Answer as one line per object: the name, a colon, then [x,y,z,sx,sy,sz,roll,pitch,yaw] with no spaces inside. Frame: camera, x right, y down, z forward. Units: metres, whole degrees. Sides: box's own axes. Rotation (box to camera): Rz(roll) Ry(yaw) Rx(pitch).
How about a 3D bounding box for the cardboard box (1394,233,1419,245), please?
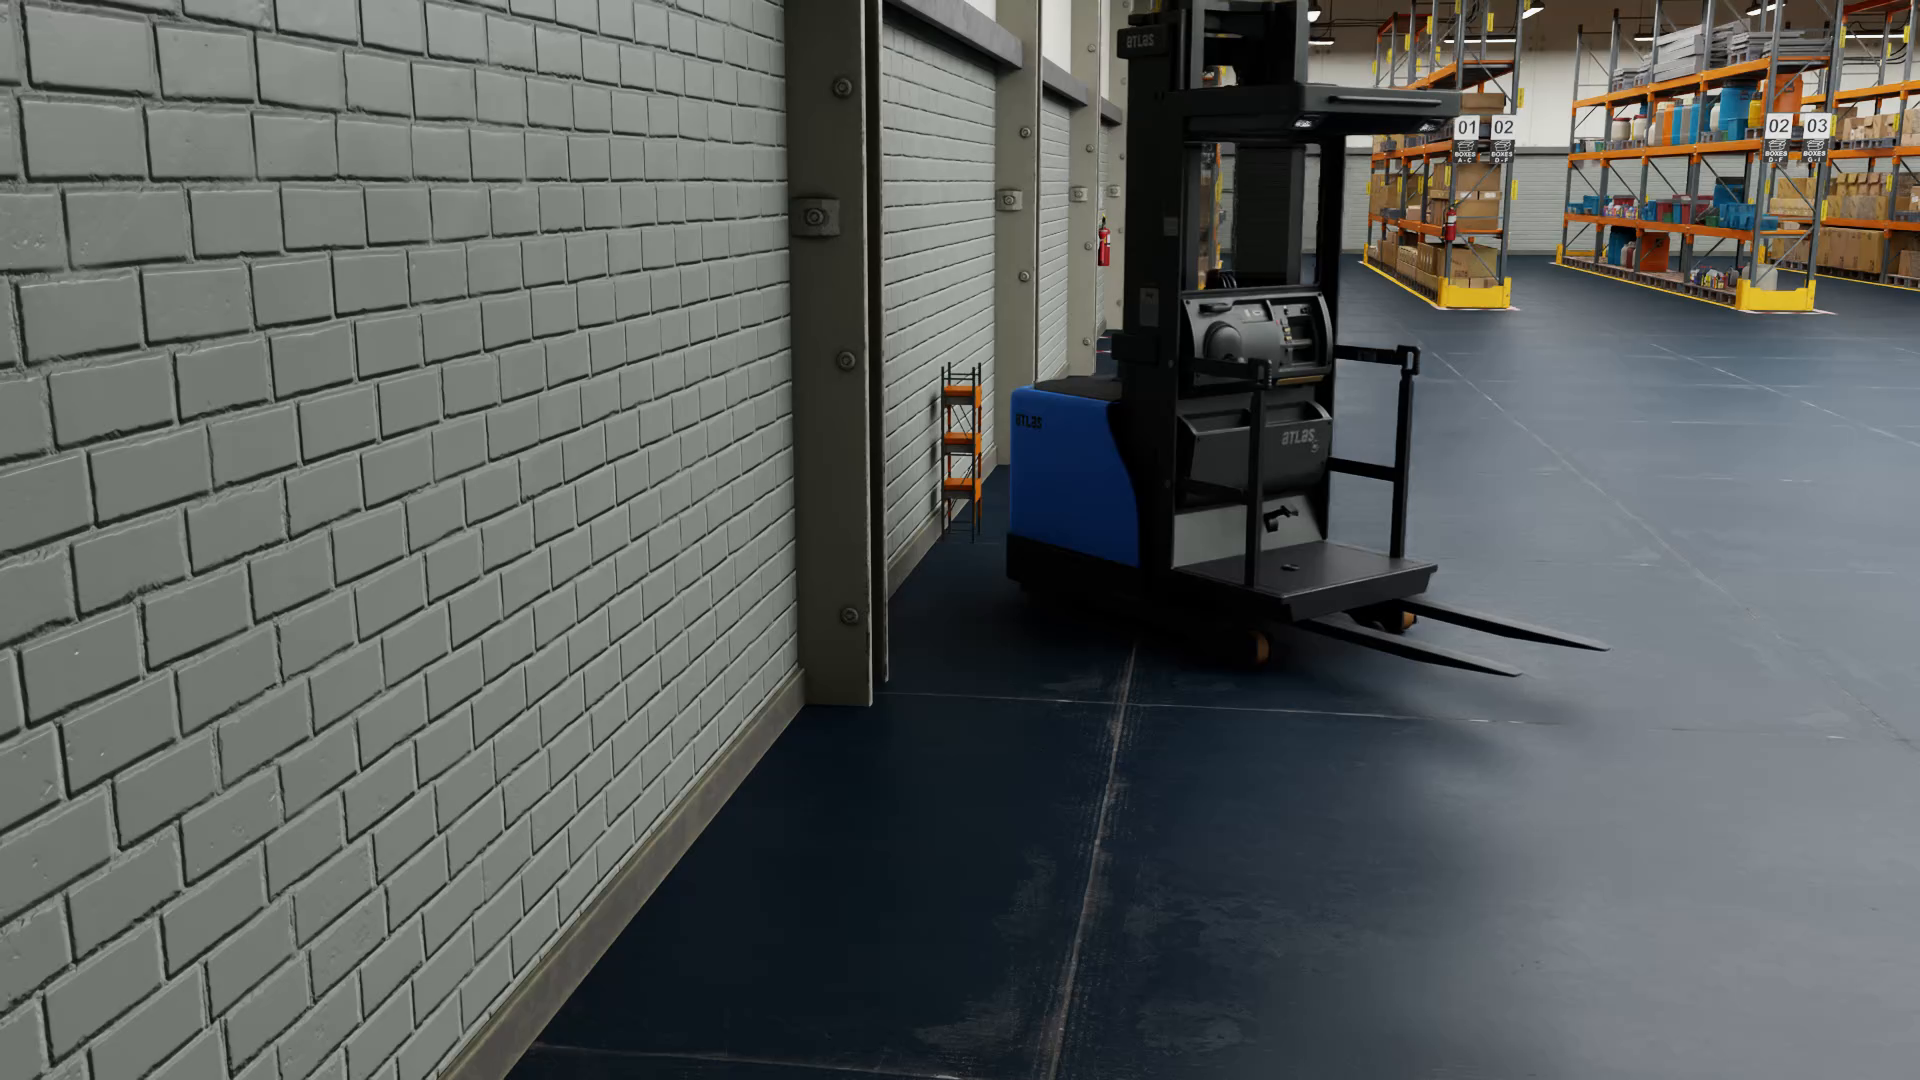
cardboard box: [9.988,-6.731,37.216,0.500,0.250,0.500,2,12,11]

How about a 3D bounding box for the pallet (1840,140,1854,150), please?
pallet: [20.383,-8.848,37.266,0.805,0.209,1.217,1,12,6]

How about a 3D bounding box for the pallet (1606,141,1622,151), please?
pallet: [15.557,-9.036,38.131,1.213,0.211,1.003,2,12,9]

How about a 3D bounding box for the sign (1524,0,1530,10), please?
sign: [9.389,-8.939,27.520,0.100,0.325,0.005,2,12,9]

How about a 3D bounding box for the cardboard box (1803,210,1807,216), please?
cardboard box: [20.317,-7.780,39.570,0.380,0.149,0.250,2,12,10]

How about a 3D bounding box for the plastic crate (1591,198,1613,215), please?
plastic crate: [15.316,-7.958,39.697,0.392,0.384,0.575,2,12,9]

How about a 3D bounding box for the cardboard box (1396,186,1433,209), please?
cardboard box: [10.057,-7.546,36.654,0.700,0.500,0.500,-2,12,-10]

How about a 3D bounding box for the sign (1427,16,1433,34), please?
sign: [8.919,-9.768,31.551,0.100,0.325,0.005,2,12,9]

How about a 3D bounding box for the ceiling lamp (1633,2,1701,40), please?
ceiling lamp: [19.098,-14.925,44.030,2.000,3.185,0.800,2,12,9]

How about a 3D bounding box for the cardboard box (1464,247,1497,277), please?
cardboard box: [9.219,-4.928,29.491,0.500,0.500,0.500,2,12,9]

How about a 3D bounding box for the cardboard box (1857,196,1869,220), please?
cardboard box: [19.850,-7.207,36.077,0.500,0.500,0.500,1,12,7]

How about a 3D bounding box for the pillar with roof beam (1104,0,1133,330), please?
pillar with roof beam: [6.530,-7.370,22.829,9.100,9.000,0.400,2,12,9]

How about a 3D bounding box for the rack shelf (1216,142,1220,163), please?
rack shelf: [4.254,-7.183,30.789,1.077,0.370,4.000,2,12,9]

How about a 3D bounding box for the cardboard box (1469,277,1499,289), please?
cardboard box: [9.144,-4.457,29.086,0.500,0.250,0.500,2,12,9]

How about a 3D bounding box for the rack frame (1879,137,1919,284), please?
rack frame: [19.860,-6.835,34.591,1.000,3.000,0.127,2,12,9]

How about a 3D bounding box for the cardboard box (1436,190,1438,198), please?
cardboard box: [9.068,-6.428,30.924,0.380,0.149,0.250,1,12,7]

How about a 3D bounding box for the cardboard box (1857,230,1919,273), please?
cardboard box: [19.987,-6.145,35.434,1.225,0.875,0.875,1,12,6]

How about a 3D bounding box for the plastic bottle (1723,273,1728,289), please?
plastic bottle: [13.756,-4.663,29.912,0.061,0.283,0.133,2,12,9]

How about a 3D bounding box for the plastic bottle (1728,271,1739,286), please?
plastic bottle: [14.357,-4.863,30.860,0.152,0.276,0.135,2,12,9]

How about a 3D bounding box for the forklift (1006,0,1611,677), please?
forklift: [1.525,-0.984,7.603,1.130,2.935,3.031,-9,15,-36]

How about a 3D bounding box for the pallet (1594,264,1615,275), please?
pallet: [15.421,-6.306,38.754,1.003,0.211,1.213,2,12,9]

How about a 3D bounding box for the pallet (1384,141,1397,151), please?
pallet: [10.361,-9.015,38.030,1.213,0.211,1.003,2,12,9]

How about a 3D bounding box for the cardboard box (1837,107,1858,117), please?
cardboard box: [20.626,-10.000,38.902,0.500,0.250,0.500,1,12,5]

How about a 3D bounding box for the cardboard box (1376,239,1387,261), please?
cardboard box: [10.495,-7.111,40.758,0.500,0.500,0.500,2,12,9]

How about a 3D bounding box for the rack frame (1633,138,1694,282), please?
rack frame: [14.966,-6.996,35.336,1.000,3.000,0.127,2,12,9]

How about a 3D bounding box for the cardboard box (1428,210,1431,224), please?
cardboard box: [9.489,-6.355,32.718,0.500,0.250,0.500,3,12,12]

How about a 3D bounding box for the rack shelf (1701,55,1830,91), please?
rack shelf: [14.043,-8.132,29.026,1.077,0.370,4.000,2,12,9]

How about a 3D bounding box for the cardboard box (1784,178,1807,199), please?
cardboard box: [20.599,-8.636,40.816,0.500,0.500,0.500,2,12,7]

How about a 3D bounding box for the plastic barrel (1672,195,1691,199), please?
plastic barrel: [15.194,-6.956,34.827,0.600,0.536,0.708,2,12,9]

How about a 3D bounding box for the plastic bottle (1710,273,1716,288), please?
plastic bottle: [13.672,-4.691,30.062,0.152,0.276,0.135,2,12,7]

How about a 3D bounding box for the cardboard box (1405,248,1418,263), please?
cardboard box: [9.470,-5.870,34.311,0.500,0.311,0.500,2,12,8]

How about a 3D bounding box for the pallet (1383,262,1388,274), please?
pallet: [10.599,-6.456,39.450,1.003,0.211,1.213,2,12,9]

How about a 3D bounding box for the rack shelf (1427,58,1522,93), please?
rack shelf: [9.149,-8.294,29.774,1.077,0.370,4.000,2,12,9]

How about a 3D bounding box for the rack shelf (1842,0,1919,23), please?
rack shelf: [20.167,-11.457,35.616,1.077,0.370,4.000,2,12,9]

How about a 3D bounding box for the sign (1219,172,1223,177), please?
sign: [6.941,-9.644,44.311,0.100,0.325,0.005,2,12,9]

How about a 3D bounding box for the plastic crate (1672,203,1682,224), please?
plastic crate: [14.213,-6.395,32.586,0.392,0.384,0.575,2,12,9]

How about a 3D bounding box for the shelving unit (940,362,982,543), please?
shelving unit: [0.008,-0.524,9.934,0.215,1.050,0.252,2,12,9]

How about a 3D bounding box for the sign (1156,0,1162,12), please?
sign: [3.401,-9.141,28.454,0.100,0.325,0.005,2,12,9]

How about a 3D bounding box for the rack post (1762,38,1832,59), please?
rack post: [13.977,-8.172,27.740,0.937,0.300,0.954,3,13,15]

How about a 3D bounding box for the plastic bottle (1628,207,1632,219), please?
plastic bottle: [14.738,-7.184,36.512,0.097,0.271,0.097,0,12,0]

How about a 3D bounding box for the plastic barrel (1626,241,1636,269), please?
plastic barrel: [15.198,-6.360,37.111,0.600,0.588,0.708,2,12,9]

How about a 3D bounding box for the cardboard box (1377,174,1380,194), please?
cardboard box: [10.663,-8.853,41.341,0.500,0.500,0.500,2,12,9]

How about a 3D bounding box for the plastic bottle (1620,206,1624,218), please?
plastic bottle: [14.831,-7.341,37.214,0.061,0.283,0.133,2,12,9]

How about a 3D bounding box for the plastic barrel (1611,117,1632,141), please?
plastic barrel: [15.252,-9.465,38.354,0.433,0.535,0.433,0,12,0]

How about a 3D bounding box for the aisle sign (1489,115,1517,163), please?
aisle sign: [9.134,-6.739,27.973,0.394,0.787,0.004,2,12,9]

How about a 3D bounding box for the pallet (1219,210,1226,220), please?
pallet: [5.172,-7.071,36.141,1.213,0.211,1.003,2,12,9]

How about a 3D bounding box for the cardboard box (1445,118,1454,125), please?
cardboard box: [8.758,-7.407,29.149,0.500,0.250,0.500,2,12,9]

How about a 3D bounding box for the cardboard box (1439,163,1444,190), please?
cardboard box: [9.241,-6.706,30.672,0.700,0.500,0.500,2,12,9]

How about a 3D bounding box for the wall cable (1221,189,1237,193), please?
wall cable: [7.630,-11.563,49.657,3.097,2.526,0.112,2,12,9]

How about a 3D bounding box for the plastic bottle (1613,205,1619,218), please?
plastic bottle: [14.991,-7.491,37.928,0.152,0.276,0.135,2,12,9]

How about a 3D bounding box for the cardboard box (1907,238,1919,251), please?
cardboard box: [19.786,-6.055,34.077,0.500,0.250,0.500,2,12,11]
